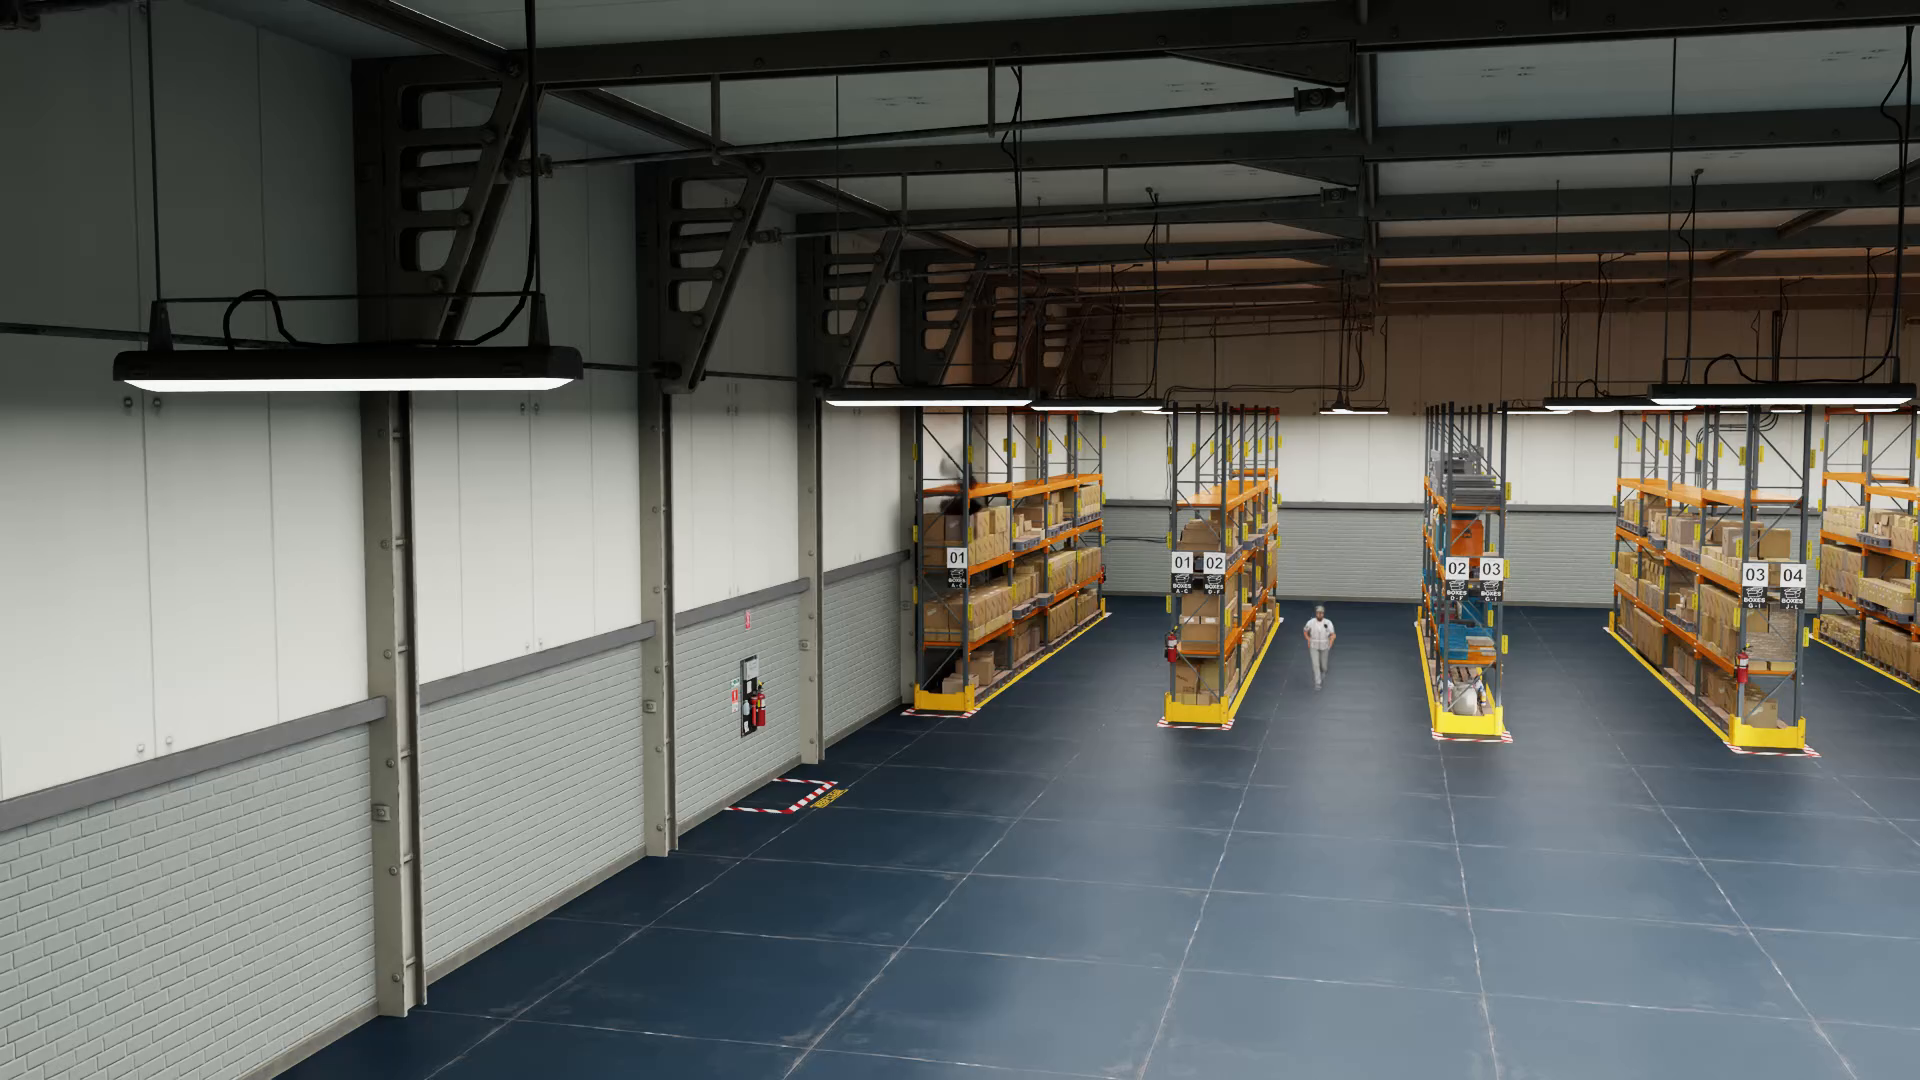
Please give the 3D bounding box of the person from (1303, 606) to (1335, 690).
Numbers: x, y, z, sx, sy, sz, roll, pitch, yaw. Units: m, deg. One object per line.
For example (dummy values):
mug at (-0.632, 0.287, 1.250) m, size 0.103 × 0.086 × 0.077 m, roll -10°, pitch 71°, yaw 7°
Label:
person at (7.598, 2.265, 35.194) m, size 0.663 × 1.764 × 0.763 m, roll 1°, pitch 4°, yaw 11°
